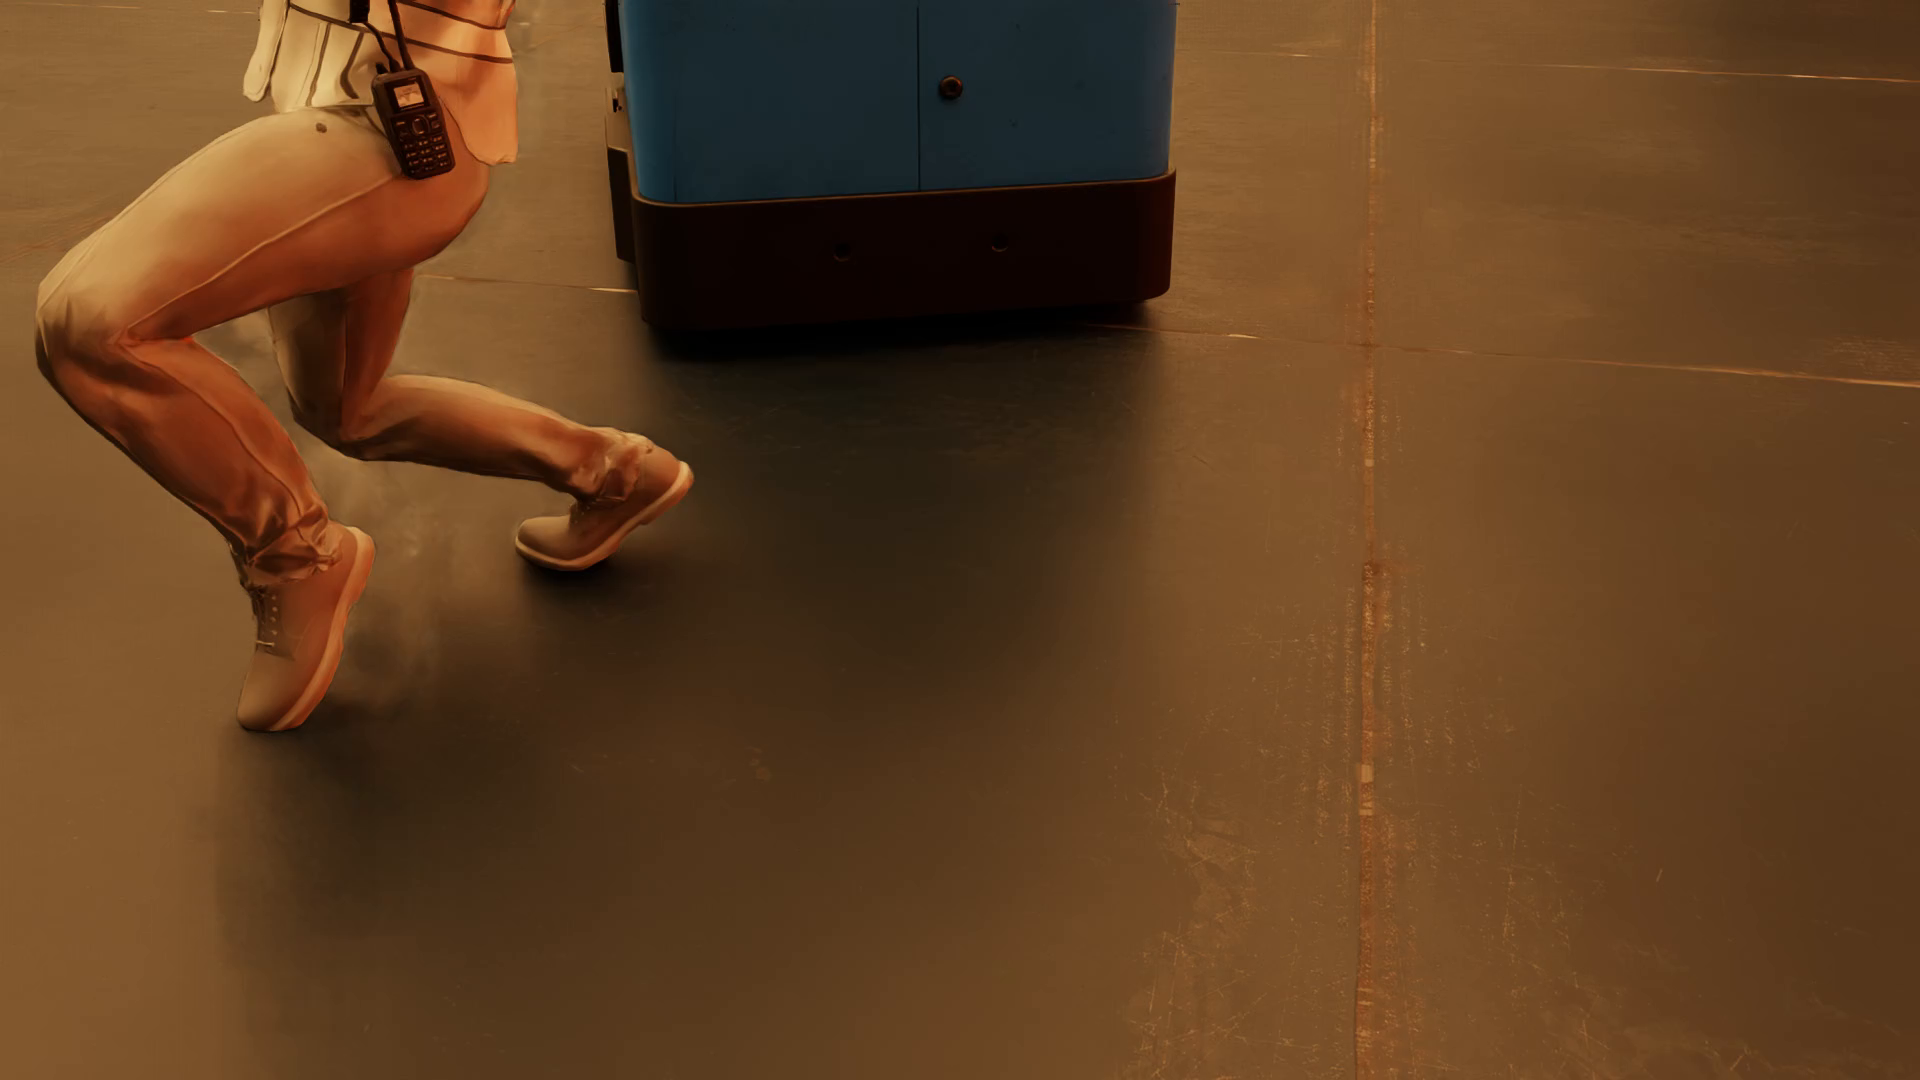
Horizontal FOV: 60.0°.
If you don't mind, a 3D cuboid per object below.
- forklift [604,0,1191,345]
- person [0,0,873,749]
[{"bbox_3d":[-0.365,-2.308,3.821,1.130,2.935,3.031,-5,27,-10],"label":"forklift"},{"bbox_3d":[-0.649,-0.431,1.830,0.929,1.384,0.892,-23,35,-38],"label":"person"}]
